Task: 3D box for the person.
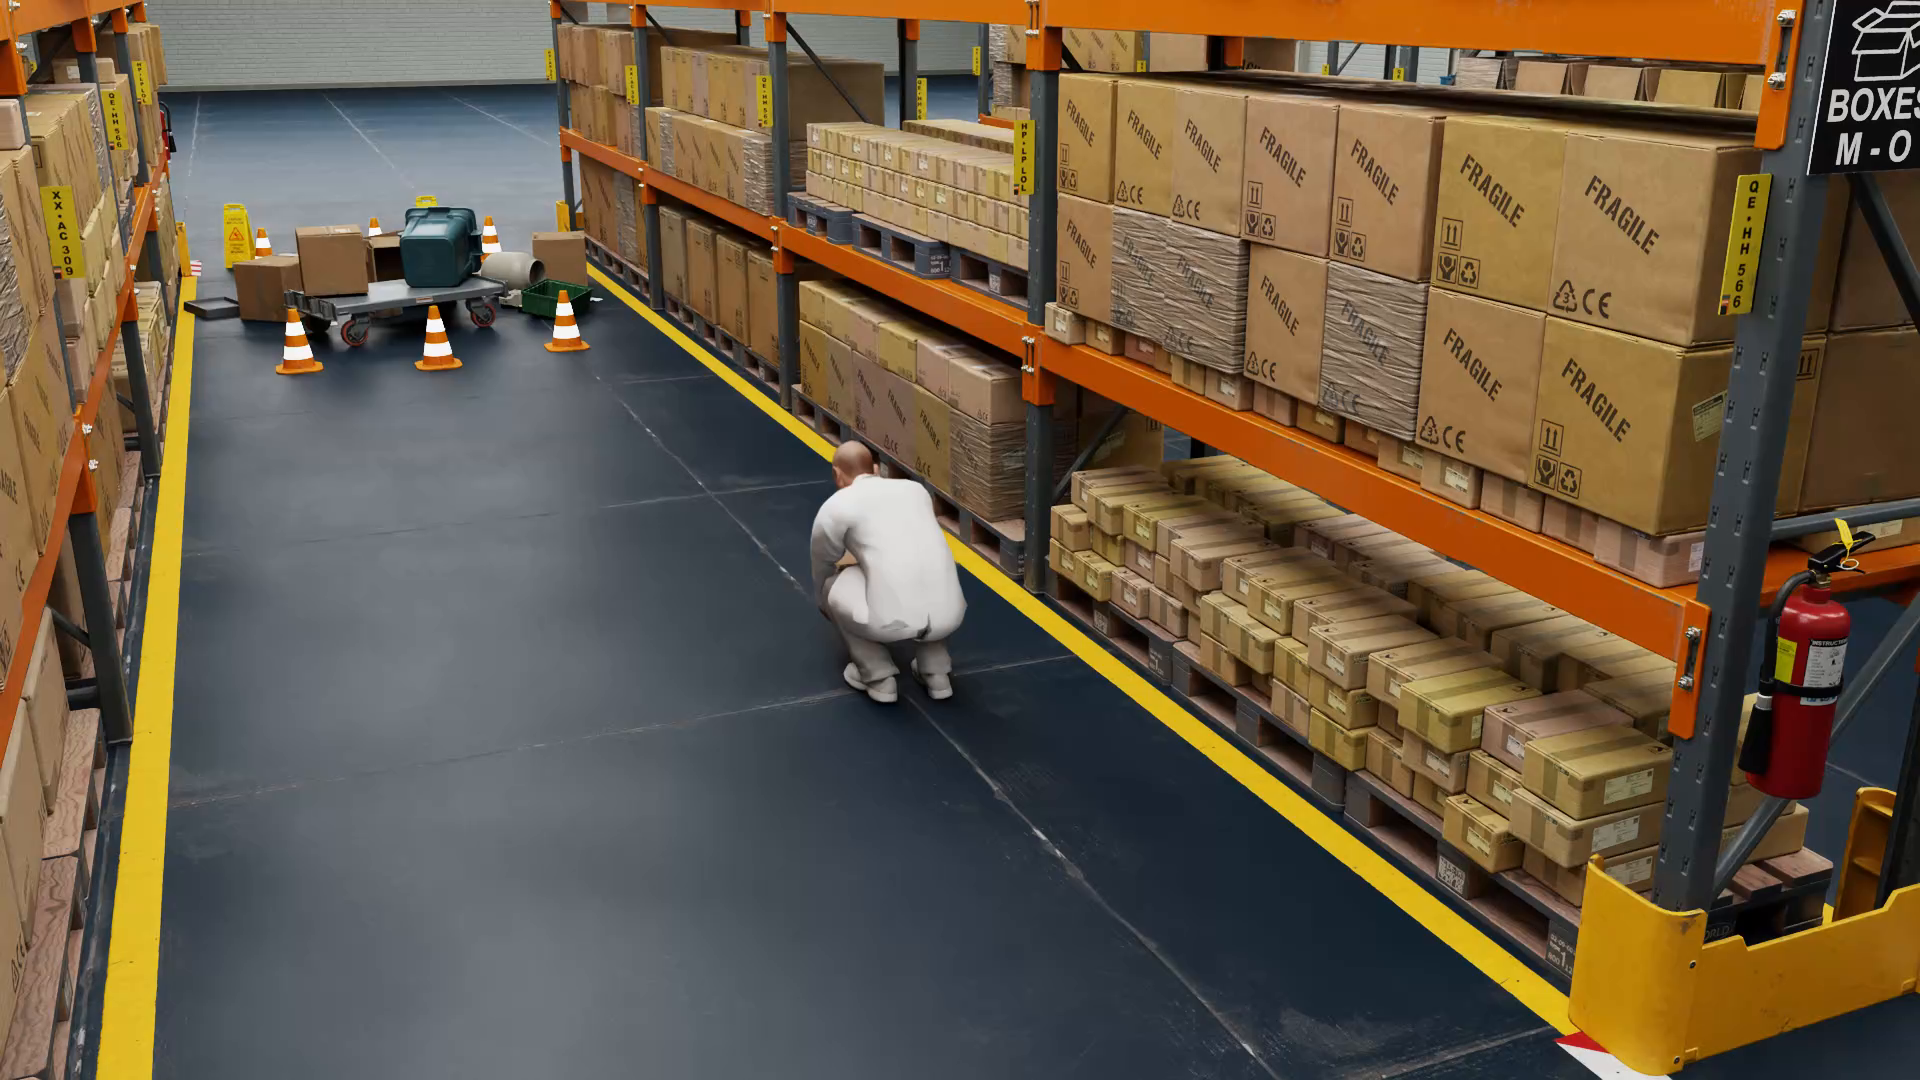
[{"bbox_3d":[-0.316,0.119,6.966,0.601,0.998,0.898,-8,20,-22],"label":"person"}]
